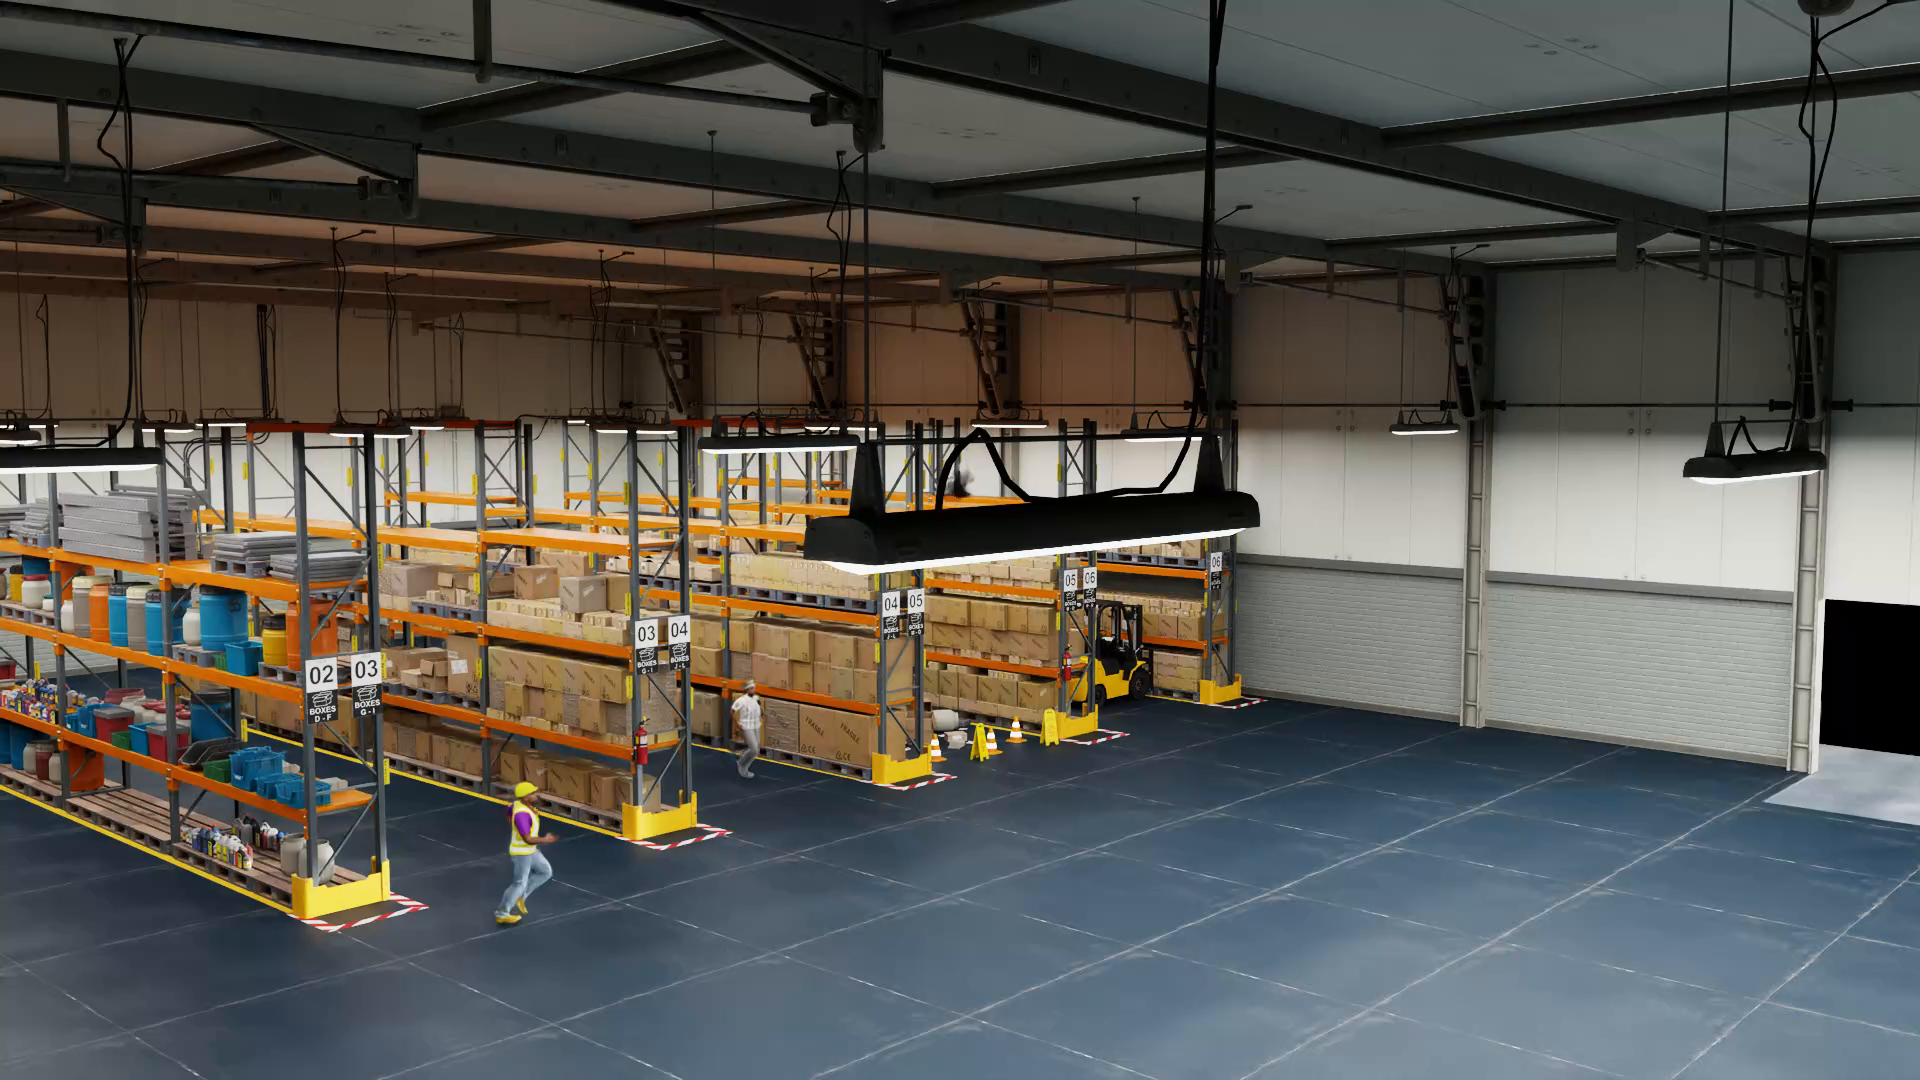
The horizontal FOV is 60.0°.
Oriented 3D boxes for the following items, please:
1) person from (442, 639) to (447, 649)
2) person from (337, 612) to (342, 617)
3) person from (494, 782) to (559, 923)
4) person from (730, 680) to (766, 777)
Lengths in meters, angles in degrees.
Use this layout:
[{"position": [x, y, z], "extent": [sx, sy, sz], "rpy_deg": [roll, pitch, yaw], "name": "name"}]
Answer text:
[{"position": [-12.272, 2.244, 40.146], "extent": [0.750, 1.604, 0.613], "rpy_deg": [0, 5, 6], "name": "person"}, {"position": [-14.227, 2.437, 37.900], "extent": [0.627, 1.602, 0.498], "rpy_deg": [0, 5, -4], "name": "person"}, {"position": [-5.297, 3.788, 20.327], "extent": [0.781, 1.710, 0.720], "rpy_deg": [-1, 5, -10], "name": "person"}, {"position": [-3.523, 3.190, 28.117], "extent": [0.526, 1.665, 0.628], "rpy_deg": [4, 6, 37], "name": "person"}]
